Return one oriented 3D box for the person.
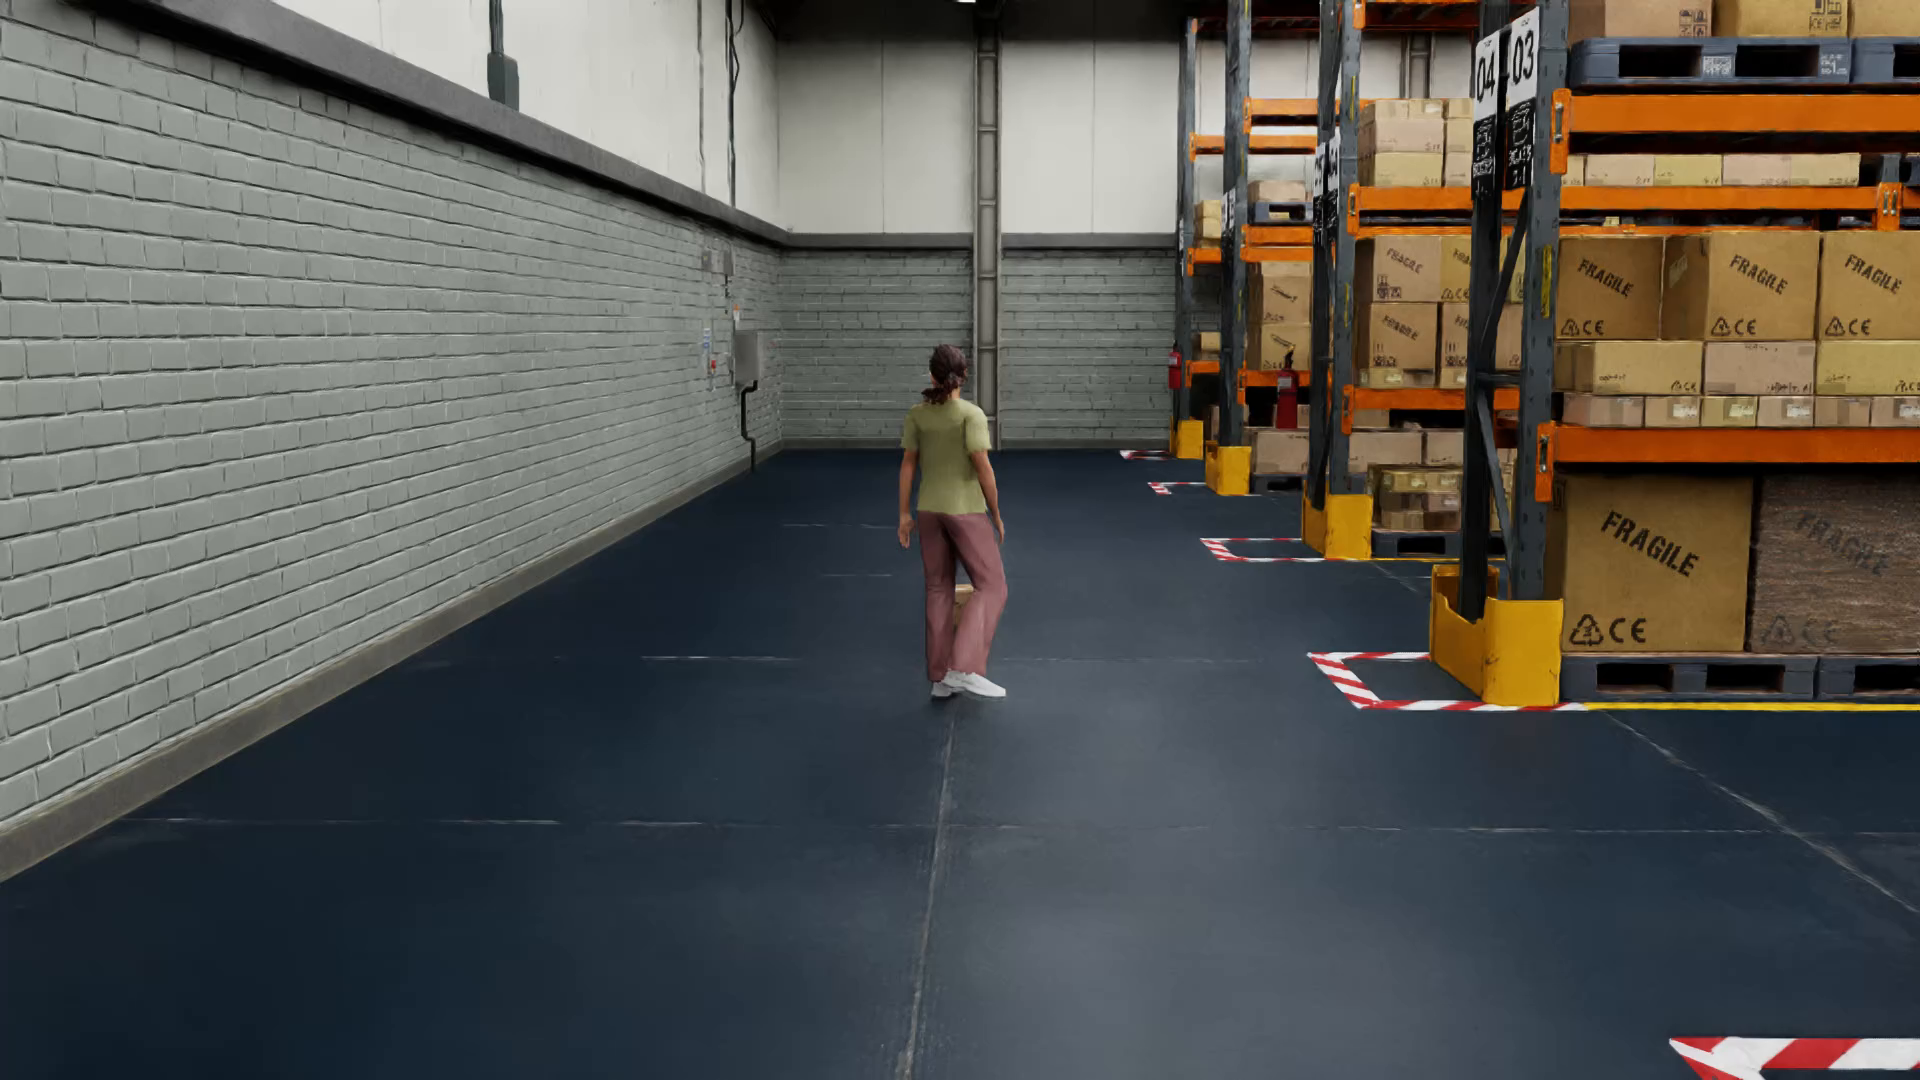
[{"bbox_3d":[-0.004,-0.087,7.834,0.630,1.667,0.409,5,9,32],"label":"person"}]
